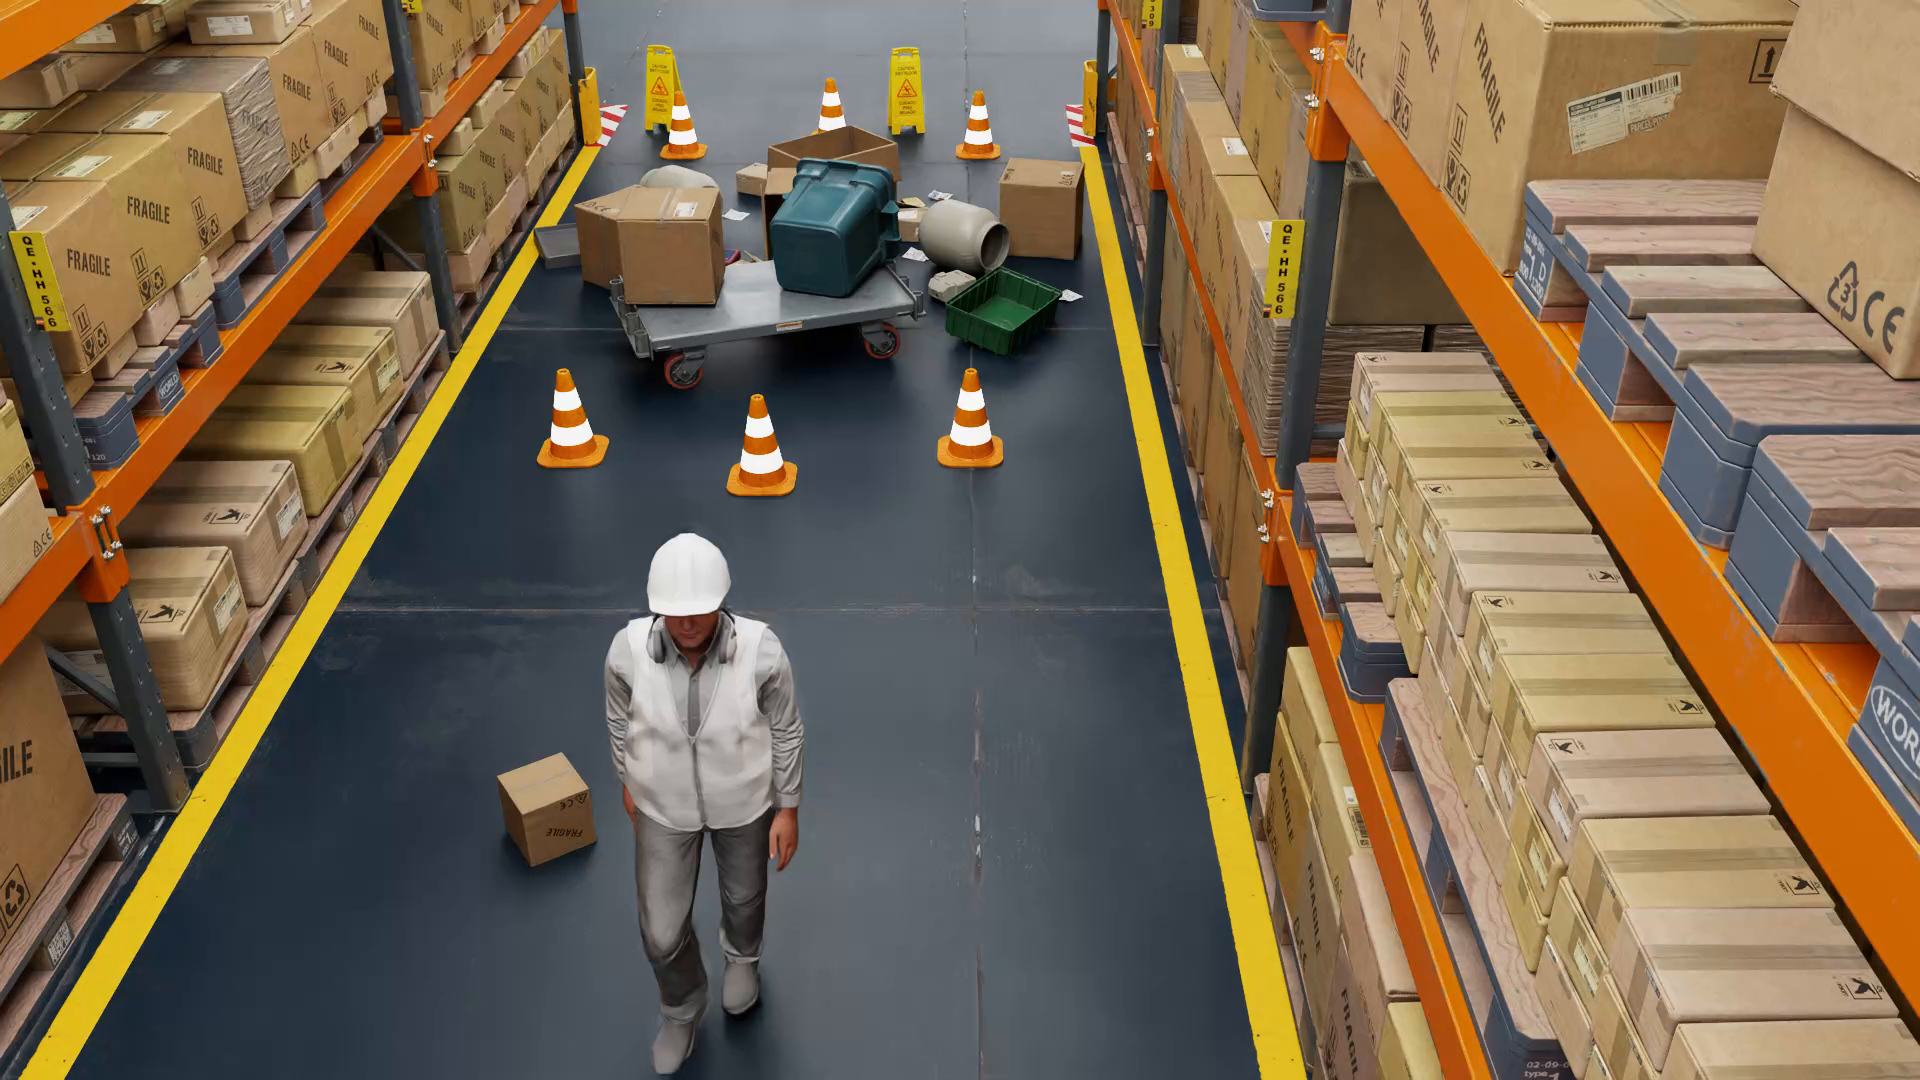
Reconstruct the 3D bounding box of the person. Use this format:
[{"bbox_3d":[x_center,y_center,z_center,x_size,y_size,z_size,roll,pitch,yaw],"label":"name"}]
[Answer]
[{"bbox_3d":[-0.725,0.765,4.866,0.560,1.829,0.524,-3,32,-6],"label":"person"}]
